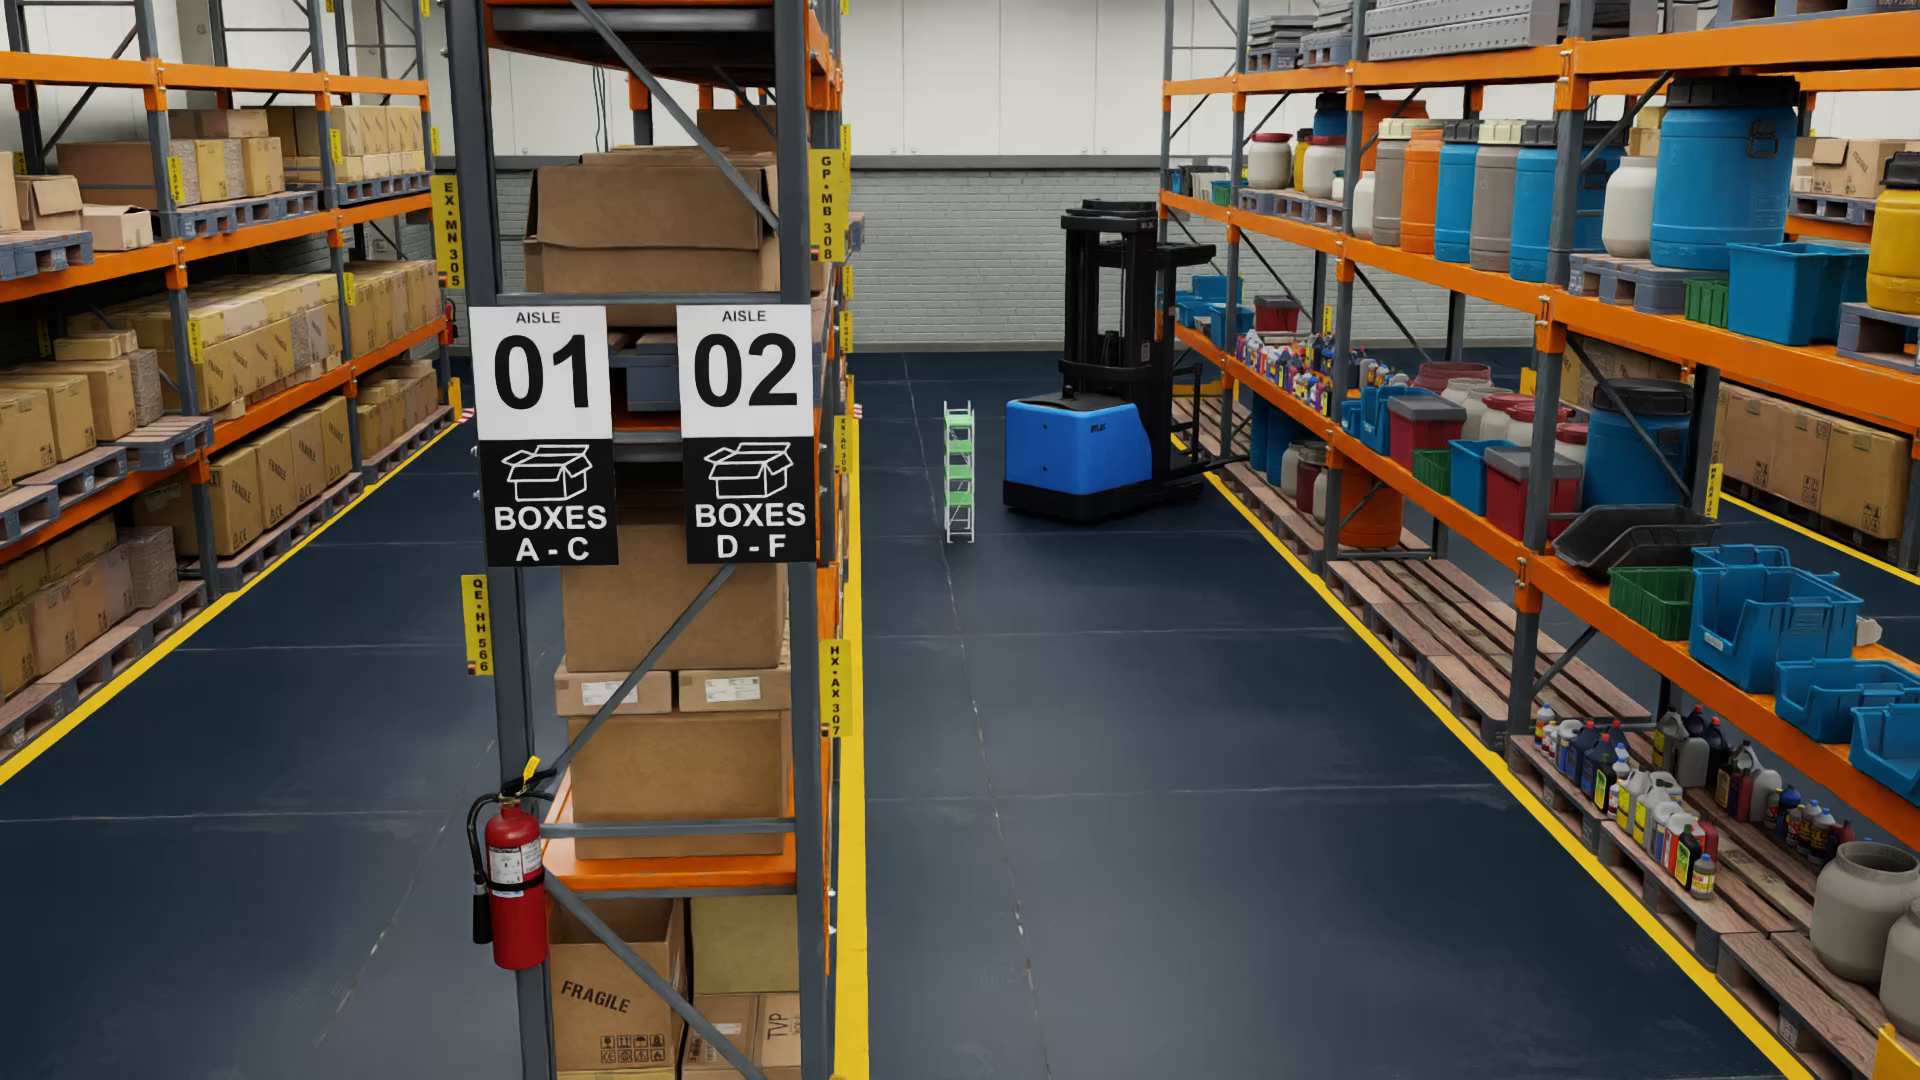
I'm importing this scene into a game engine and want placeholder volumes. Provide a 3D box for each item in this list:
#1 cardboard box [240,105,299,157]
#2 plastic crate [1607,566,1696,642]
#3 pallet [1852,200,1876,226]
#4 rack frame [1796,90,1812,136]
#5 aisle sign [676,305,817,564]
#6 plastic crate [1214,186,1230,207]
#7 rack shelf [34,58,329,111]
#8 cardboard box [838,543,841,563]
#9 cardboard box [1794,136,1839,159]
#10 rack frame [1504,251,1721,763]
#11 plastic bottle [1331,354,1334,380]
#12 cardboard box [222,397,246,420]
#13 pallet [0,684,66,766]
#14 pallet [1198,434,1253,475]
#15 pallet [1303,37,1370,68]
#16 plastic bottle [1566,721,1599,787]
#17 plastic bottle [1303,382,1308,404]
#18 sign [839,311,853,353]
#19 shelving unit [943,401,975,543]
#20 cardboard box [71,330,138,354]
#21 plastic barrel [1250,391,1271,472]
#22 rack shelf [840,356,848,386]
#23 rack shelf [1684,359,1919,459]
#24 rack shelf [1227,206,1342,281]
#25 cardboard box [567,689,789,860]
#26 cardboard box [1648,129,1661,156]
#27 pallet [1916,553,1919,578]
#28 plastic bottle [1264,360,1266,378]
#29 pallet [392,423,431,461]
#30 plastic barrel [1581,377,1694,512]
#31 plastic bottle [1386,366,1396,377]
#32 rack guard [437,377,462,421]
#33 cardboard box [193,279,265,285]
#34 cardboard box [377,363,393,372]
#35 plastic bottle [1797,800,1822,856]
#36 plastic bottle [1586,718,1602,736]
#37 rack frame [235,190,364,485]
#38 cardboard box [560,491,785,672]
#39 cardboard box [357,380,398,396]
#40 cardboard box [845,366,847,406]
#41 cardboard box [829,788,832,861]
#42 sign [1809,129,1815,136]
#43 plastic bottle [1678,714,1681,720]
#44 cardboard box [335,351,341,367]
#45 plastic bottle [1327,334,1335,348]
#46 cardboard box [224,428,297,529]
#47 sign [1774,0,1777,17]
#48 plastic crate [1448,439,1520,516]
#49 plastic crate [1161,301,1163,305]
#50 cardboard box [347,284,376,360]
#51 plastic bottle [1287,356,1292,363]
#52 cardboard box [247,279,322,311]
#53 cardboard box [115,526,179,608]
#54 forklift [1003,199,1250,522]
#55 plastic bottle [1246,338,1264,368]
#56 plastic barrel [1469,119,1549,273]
[{"bbox_3d":[-6.911,-4.136,16.813,0.500,0.500,0.500,-1,14,-4],"label":"cardboard box"},{"bbox_3d":[3.552,0.311,8.224,0.450,0.188,0.662,-1,14,-3],"label":"plastic crate"},{"bbox_3d":[8.352,-2.726,13.959,1.213,0.211,1.003,0,14,-1],"label":"pallet"},{"bbox_3d":[8.197,-5.105,16.809,1.000,3.000,0.127,-1,14,-3],"label":"rack frame"},{"bbox_3d":[-0.637,-0.311,4.998,0.394,0.787,0.004,-1,14,-3],"label":"aisle sign"},{"bbox_3d":[2.926,-3.574,17.304,0.450,0.188,0.662,-1,14,-3],"label":"plastic crate"},{"bbox_3d":[-6.511,-3.836,14.124,1.077,0.370,4.000,-1,14,-3],"label":"rack shelf"},{"bbox_3d":[-1.097,0.185,11.839,0.500,0.311,0.500,-1,14,-4],"label":"cardboard box"},{"bbox_3d":[8.243,-3.760,16.558,0.700,0.500,0.500,-1,14,-2],"label":"cardboard box"},{"bbox_3d":[3.749,-0.134,9.527,1.000,3.000,0.127,-1,14,-3],"label":"rack frame"},{"bbox_3d":[3.554,-1.654,15.694,0.097,0.271,0.097,0,14,0],"label":"plastic bottle"},{"bbox_3d":[-6.115,-1.079,13.666,0.380,0.149,0.250,0,14,-2],"label":"cardboard box"},{"bbox_3d":[-6.188,1.176,10.032,1.003,0.211,1.213,-1,14,-3],"label":"pallet"},{"bbox_3d":[3.169,-0.955,18.316,1.003,0.211,1.213,-1,14,-3],"label":"pallet"},{"bbox_3d":[3.487,-3.929,13.418,1.213,0.211,1.003,-1,14,-3],"label":"pallet"},{"bbox_3d":[3.385,1.143,8.997,0.144,0.351,0.185,0,14,-2],"label":"plastic bottle"},{"bbox_3d":[3.029,-1.285,14.401,0.097,0.201,0.097,0,14,0],"label":"plastic bottle"},{"bbox_3d":[-0.889,-1.623,12.992,0.100,0.325,0.005,-1,14,-3],"label":"sign"},{"bbox_3d":[-0.010,-0.622,15.037,0.258,1.200,0.503,-1,14,-3],"label":"shelving unit"},{"bbox_3d":[-6.335,-1.466,12.319,0.380,0.149,0.250,-3,15,-11],"label":"cardboard box"},{"bbox_3d":[3.270,-1.175,16.942,0.600,0.901,0.708,-1,14,-3],"label":"plastic barrel"},{"bbox_3d":[-1.567,-1.202,15.123,1.077,0.370,4.000,-1,14,-3],"label":"rack shelf"},{"bbox_3d":[8.321,-1.354,15.713,1.077,0.370,4.000,-1,14,-3],"label":"rack shelf"},{"bbox_3d":[3.377,-2.730,15.042,1.077,0.370,4.000,-1,14,-3],"label":"rack shelf"},{"bbox_3d":[-0.963,0.772,5.806,0.700,0.500,0.500,-1,14,-3],"label":"cardboard box"},{"bbox_3d":[8.060,-4.280,18.379,0.700,0.500,0.500,0,14,-1],"label":"cardboard box"},{"bbox_3d":[8.492,0.340,13.282,1.003,0.211,1.213,-1,14,-3],"label":"pallet"},{"bbox_3d":[2.939,-1.647,15.805,0.097,0.201,0.097,0,14,0],"label":"plastic bottle"},{"bbox_3d":[-6.682,-1.114,18.934,1.003,0.211,1.213,-1,14,-3],"label":"pallet"},{"bbox_3d":[4.028,-0.477,9.856,0.600,0.901,0.708,-1,14,-3],"label":"plastic barrel"},{"bbox_3d":[3.791,-1.391,14.648,0.061,0.283,0.133,-1,14,-3],"label":"plastic bottle"},{"bbox_3d":[-6.884,-1.761,20.866,1.175,0.500,0.348,-1,14,-3],"label":"rack guard"},{"bbox_3d":[-6.827,-2.287,15.554,0.500,0.250,0.500,-1,14,-3],"label":"cardboard box"},{"bbox_3d":[-6.914,-2.002,19.659,0.380,0.149,0.250,-1,14,-3],"label":"cardboard box"},{"bbox_3d":[4.168,1.403,8.145,0.097,0.271,0.097,0,14,0],"label":"plastic bottle"},{"bbox_3d":[3.485,1.133,9.172,0.061,0.283,0.133,-1,14,-3],"label":"plastic bottle"},{"bbox_3d":[-6.634,-1.971,16.665,1.000,3.000,0.127,-1,14,-3],"label":"rack frame"},{"bbox_3d":[-0.966,0.130,5.696,0.700,0.500,0.500,-1,14,-3],"label":"cardboard box"},{"bbox_3d":[-6.450,-1.683,18.419,0.380,0.149,0.250,-1,14,-5],"label":"cardboard box"},{"bbox_3d":[-1.659,-1.914,20.578,0.500,0.500,0.500,-1,14,-3],"label":"cardboard box"},{"bbox_3d":[-0.881,1.431,8.122,0.500,0.250,0.500,-1,14,-3],"label":"cardboard box"},{"bbox_3d":[8.738,-4.066,17.121,0.100,0.325,0.005,-1,14,-3],"label":"sign"},{"bbox_3d":[4.083,1.094,9.489,0.097,0.201,0.097,0,14,0],"label":"plastic bottle"},{"bbox_3d":[-6.331,-1.779,16.384,0.380,0.149,0.250,-1,14,-3],"label":"cardboard box"},{"bbox_3d":[3.649,-1.830,16.218,0.144,0.351,0.185,-1,14,-3],"label":"plastic bottle"},{"bbox_3d":[-6.349,-0.541,14.580,0.750,0.750,0.750,-1,14,-4],"label":"cardboard box"},{"bbox_3d":[4.299,-2.944,8.828,0.100,0.325,0.005,-1,14,-3],"label":"sign"},{"bbox_3d":[3.370,-0.396,10.576,0.392,0.384,0.575,-1,14,-3],"label":"plastic crate"},{"bbox_3d":[2.630,-2.872,20.578,0.250,0.136,0.298,-1,14,-3],"label":"plastic crate"},{"bbox_3d":[-6.652,-2.251,17.153,0.980,0.700,0.700,-1,14,-3],"label":"cardboard box"},{"bbox_3d":[3.021,-1.531,15.189,0.061,0.283,0.133,-1,14,-3],"label":"plastic bottle"},{"bbox_3d":[-6.328,-2.296,15.589,0.500,0.250,0.500,-1,14,-2],"label":"cardboard box"},{"bbox_3d":[-6.290,0.200,12.363,0.700,0.500,0.500,-1,14,-3],"label":"cardboard box"},{"bbox_3d":[1.803,-1.885,16.469,1.130,2.935,3.031,14,20,42],"label":"forklift"},{"bbox_3d":[2.925,-1.851,16.451,0.152,0.276,0.135,-1,14,-3],"label":"plastic bottle"},{"bbox_3d":[3.461,-2.115,10.201,0.600,0.901,0.600,0,14,0],"label":"plastic barrel"}]
